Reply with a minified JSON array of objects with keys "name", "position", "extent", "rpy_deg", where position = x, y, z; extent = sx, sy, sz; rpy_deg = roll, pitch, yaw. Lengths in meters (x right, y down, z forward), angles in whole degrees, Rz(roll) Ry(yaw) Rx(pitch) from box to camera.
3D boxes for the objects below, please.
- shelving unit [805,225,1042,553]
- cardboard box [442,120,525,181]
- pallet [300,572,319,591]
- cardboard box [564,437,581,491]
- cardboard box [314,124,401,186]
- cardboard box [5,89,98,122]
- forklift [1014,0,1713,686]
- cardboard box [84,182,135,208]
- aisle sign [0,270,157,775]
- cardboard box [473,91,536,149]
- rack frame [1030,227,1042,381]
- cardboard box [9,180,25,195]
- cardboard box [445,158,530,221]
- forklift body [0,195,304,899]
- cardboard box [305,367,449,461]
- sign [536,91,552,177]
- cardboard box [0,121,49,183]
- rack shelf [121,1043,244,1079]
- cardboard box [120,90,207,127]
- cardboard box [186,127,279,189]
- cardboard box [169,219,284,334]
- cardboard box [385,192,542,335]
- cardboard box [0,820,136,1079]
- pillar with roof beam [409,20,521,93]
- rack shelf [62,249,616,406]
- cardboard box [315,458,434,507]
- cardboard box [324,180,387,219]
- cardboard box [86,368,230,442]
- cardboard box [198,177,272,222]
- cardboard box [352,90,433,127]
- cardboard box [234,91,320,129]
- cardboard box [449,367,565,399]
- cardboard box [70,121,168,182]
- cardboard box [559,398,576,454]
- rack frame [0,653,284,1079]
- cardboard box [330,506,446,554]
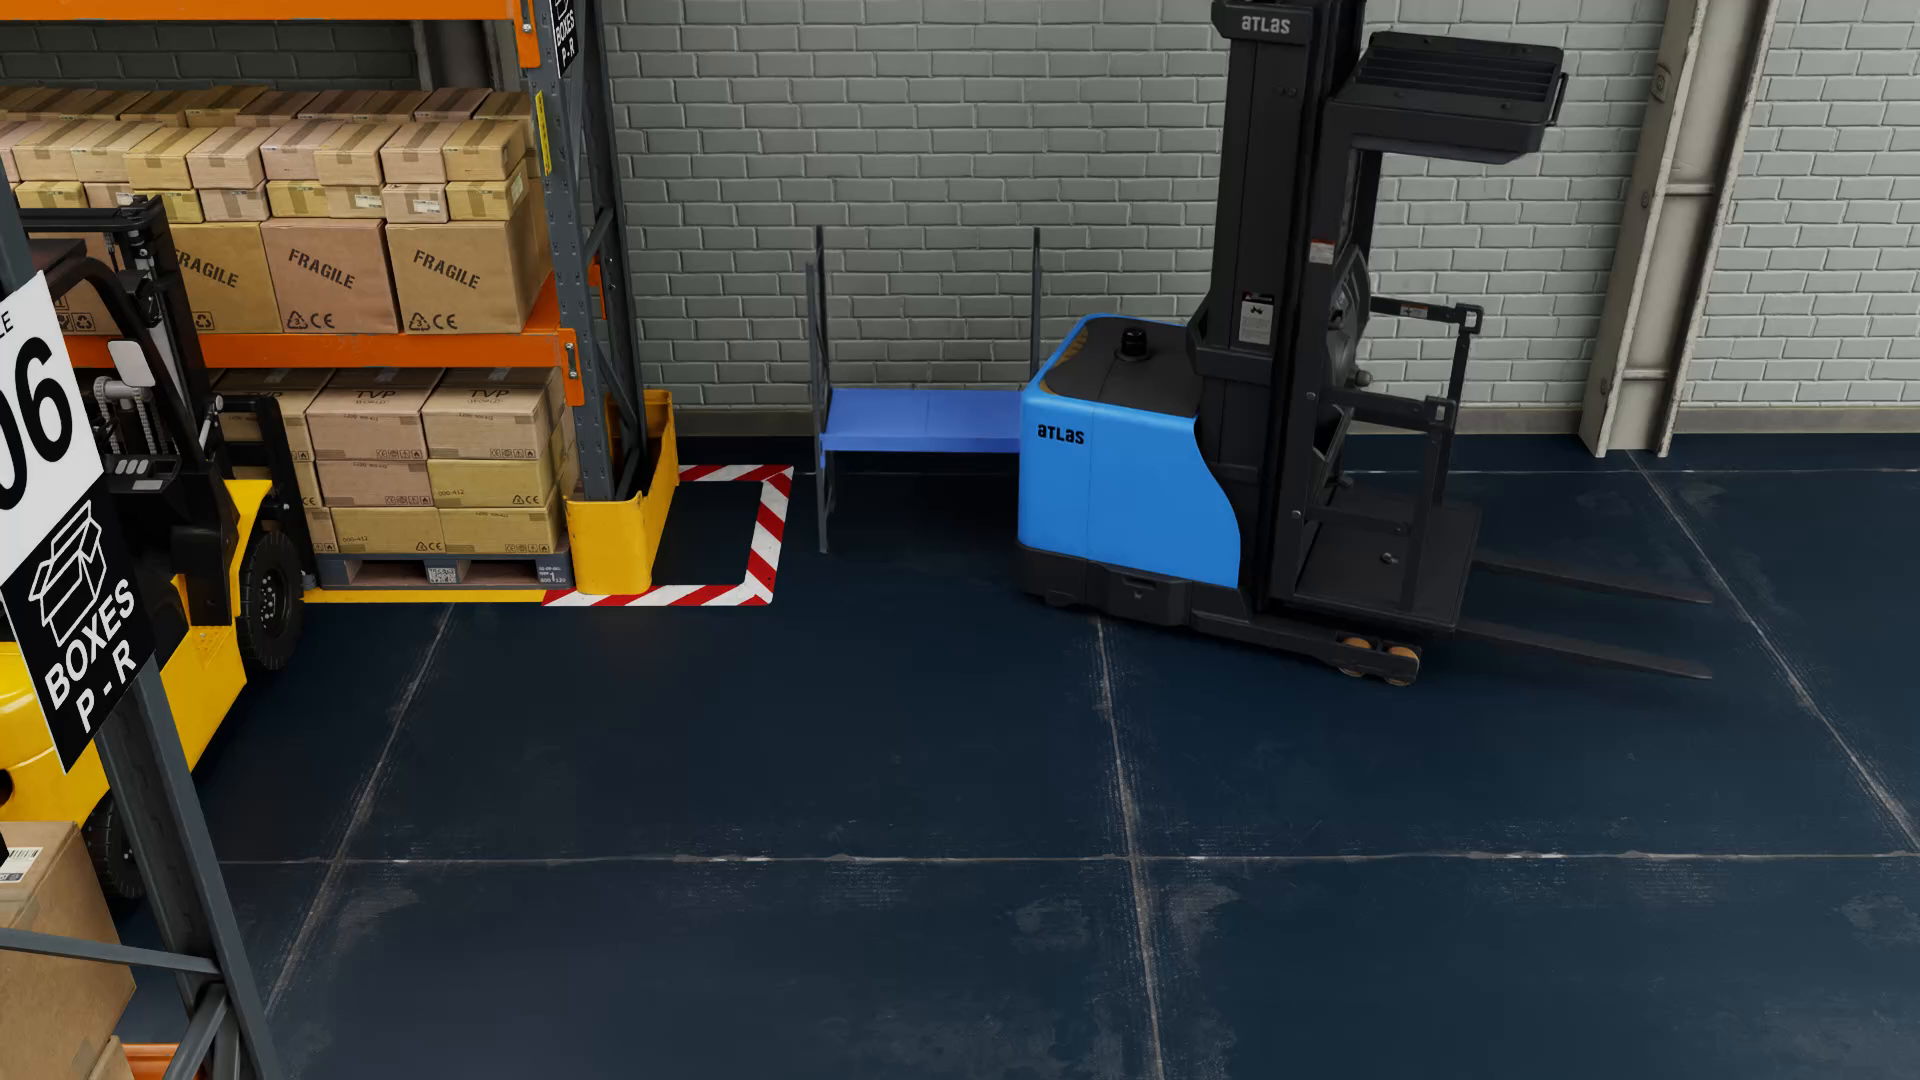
[{"name":"shelving unit","position":[-0.155,-0.699,7.957],"extent":[1.048,1.500,0.538],"rpy_deg":[1,31,1]},{"name":"cardboard box","position":[-2.028,-1.664,7.092],"extent":[0.250,0.149,0.380],"rpy_deg":[0,31,0]},{"name":"pallet","position":[-3.652,-0.108,8.225],"extent":[1.213,0.211,1.003],"rpy_deg":[0,31,0]},{"name":"cardboard box","position":[-2.163,-0.431,8.314],"extent":[0.500,0.250,0.500],"rpy_deg":[0,31,0]},{"name":"cardboard box","position":[-2.536,-1.632,7.040],"extent":[0.250,0.149,0.380],"rpy_deg":[0,31,1]},{"name":"cardboard box","position":[-4.073,-1.907,7.492],"extent":[0.250,0.149,0.380],"rpy_deg":[-1,31,-1]},{"name":"forklift","position":[1.822,-0.935,6.965],"extent":[3.031,2.935,1.130],"rpy_deg":[11,33,18]},{"name":"cardboard box","position":[-3.549,-1.530,7.158],"extent":[0.250,0.149,0.380],"rpy_deg":[0,31,-1]},{"name":"aisle sign","position":[-1.577,-0.025,2.893],"extent":[0.004,0.787,0.394],"rpy_deg":[0,31,0]},{"name":"cardboard box","position":[-2.008,-1.884,7.455],"extent":[0.250,0.149,0.380],"rpy_deg":[-1,31,-1]},{"name":"rack frame","position":[0.353,-0.693,7.946],"extent":[0.032,1.500,0.500],"rpy_deg":[1,31,1]},{"name":"cardboard box","position":[-4.070,-1.488,7.089],"extent":[0.250,0.149,0.380],"rpy_deg":[-1,31,-2]},{"name":"cardboard box","position":[-2.016,-1.501,7.110],"extent":[0.250,0.149,0.380],"rpy_deg":[0,31,0]},{"name":"forklift body","position":[-3.556,-0.012,6.196],"extent":[1.214,2.155,2.313],"rpy_deg":[0,31,0]},{"name":"cardboard box","position":[-2.640,-0.590,7.613],"extent":[0.500,0.250,0.500],"rpy_deg":[0,31,1]},{"name":"sign","position":[-1.681,-1.642,6.719],"extent":[0.005,0.325,0.100],"rpy_deg":[0,31,0]},{"name":"cardboard box","position":[-4.062,-1.654,7.076],"extent":[0.250,0.149,0.380],"rpy_deg":[0,31,0]},{"name":"rack shelf","position":[-3.637,1.562,3.478],"extent":[4.000,0.370,1.077],"rpy_deg":[0,31,0]},{"name":"cardboard box","position":[-3.555,-1.894,7.471],"extent":[0.250,0.149,0.380],"rpy_deg":[0,31,0]},{"name":"cardboard box","position":[-3.045,-1.611,7.006],"extent":[0.250,0.149,0.380],"rpy_deg":[1,31,1]},{"name":"cardboard box","position":[-3.193,-1.233,7.295],"extent":[0.500,0.500,0.500],"rpy_deg":[-1,31,-1]},{"name":"cardboard box","position":[-2.161,-1.232,7.292],"extent":[0.500,0.500,0.500],"rpy_deg":[-1,31,-1]},{"name":"cardboard box","position":[-2.112,0.936,3.433],"extent":[0.500,0.500,0.500],"rpy_deg":[-1,31,-1]},{"name":"pillar with roof beam","position":[-2.347,-2.124,3.076],"extent":[0.400,9.000,9.100],"rpy_deg":[0,31,0]},{"name":"rack shelf","position":[-3.671,-1.013,7.722],"extent":[4.000,0.370,1.077],"rpy_deg":[0,31,0]},{"name":"cardboard box","position":[-2.657,-0.385,7.757],"extent":[0.500,0.250,0.500],"rpy_deg":[0,31,-1]},{"name":"cardboard box","position":[-2.531,-1.515,7.134],"extent":[0.250,0.149,0.380],"rpy_deg":[0,31,1]},{"name":"cardboard box","position":[-3.651,-0.586,7.606],"extent":[0.500,0.250,0.500],"rpy_deg":[-1,31,-1]},{"name":"cardboard box","position":[-3.046,-1.495,7.101],"extent":[0.250,0.149,0.380],"rpy_deg":[-1,31,-2]},{"name":"cardboard box","position":[-2.534,-1.892,7.469],"extent":[0.250,0.149,0.380],"rpy_deg":[0,31,1]},{"name":"cardboard box","position":[-3.045,-1.886,7.458],"extent":[0.250,0.149,0.380],"rpy_deg":[1,31,1]},{"name":"cardboard box","position":[-2.153,-0.855,8.049],"extent":[0.500,0.250,0.500],"rpy_deg":[-1,31,-1]},{"name":"cardboard box","position":[-3.562,-1.656,7.079],"extent":[0.250,0.149,0.380],"rpy_deg":[0,31,0]},{"name":"cardboard box","position":[-2.142,-0.651,8.195],"extent":[0.500,0.250,0.500],"rpy_deg":[0,31,1]},{"name":"rack frame","position":[-1.637,1.248,3.302],"extent":[0.127,3.000,1.000],"rpy_deg":[0,31,0]},{"name":"cardboard box","position":[-2.636,-0.169,7.883],"extent":[0.500,0.250,0.500],"rpy_deg":[0,31,0]}]
